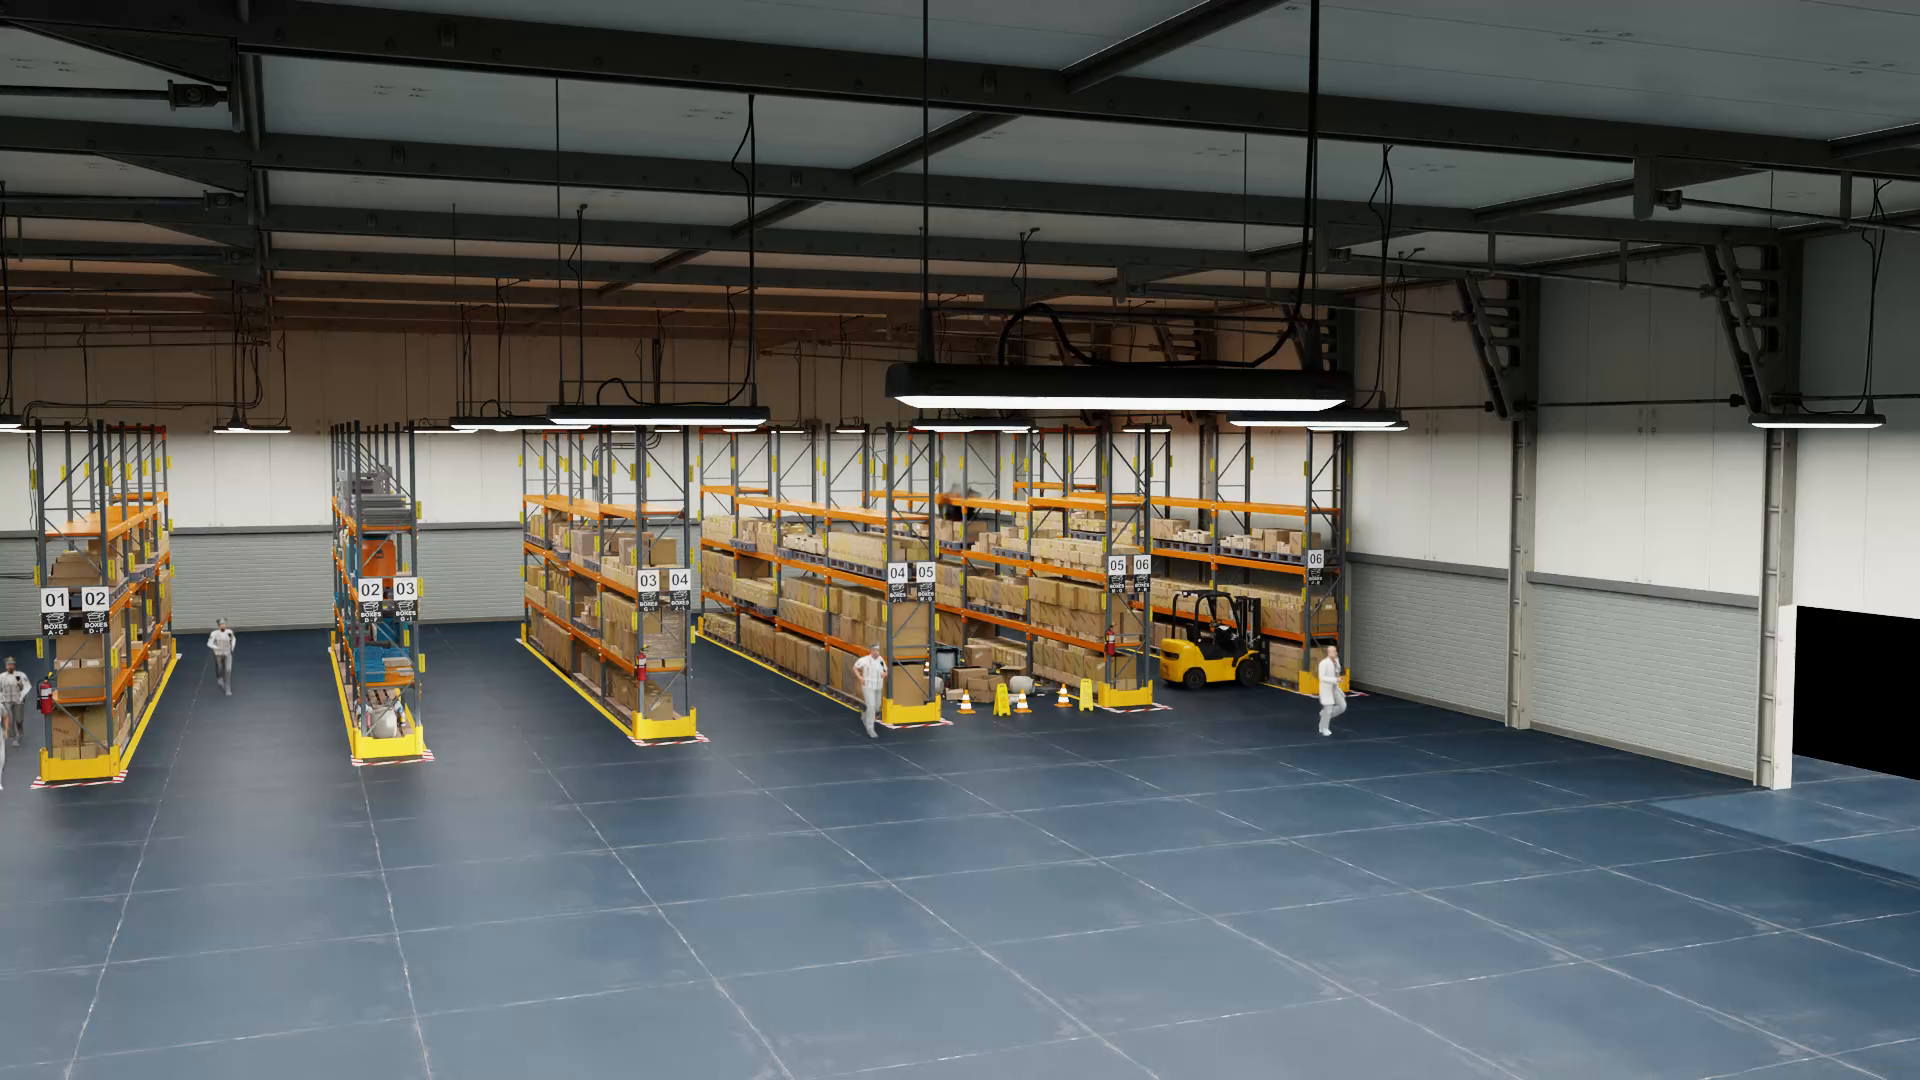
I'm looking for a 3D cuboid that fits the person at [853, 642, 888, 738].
[{"bbox_3d":[-1.667,2.853,32.079,0.679,1.769,0.973,-3,5,-39],"label":"person"}]

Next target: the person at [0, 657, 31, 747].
[{"bbox_3d":[-17.492,2.977,30.699,0.599,1.652,0.504,-2,4,-24],"label":"person"}]

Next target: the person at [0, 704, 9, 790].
[{"bbox_3d":[-15.779,3.225,27.069,0.650,1.647,0.600,3,5,41],"label":"person"}]

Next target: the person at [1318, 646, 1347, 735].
[{"bbox_3d":[7.103,2.874,31.687,0.761,1.728,0.724,-3,5,-38],"label":"person"}]

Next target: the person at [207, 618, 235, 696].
[{"bbox_3d":[-16.440,2.576,36.993,0.542,1.712,1.088,-2,4,-26],"label":"person"}]
